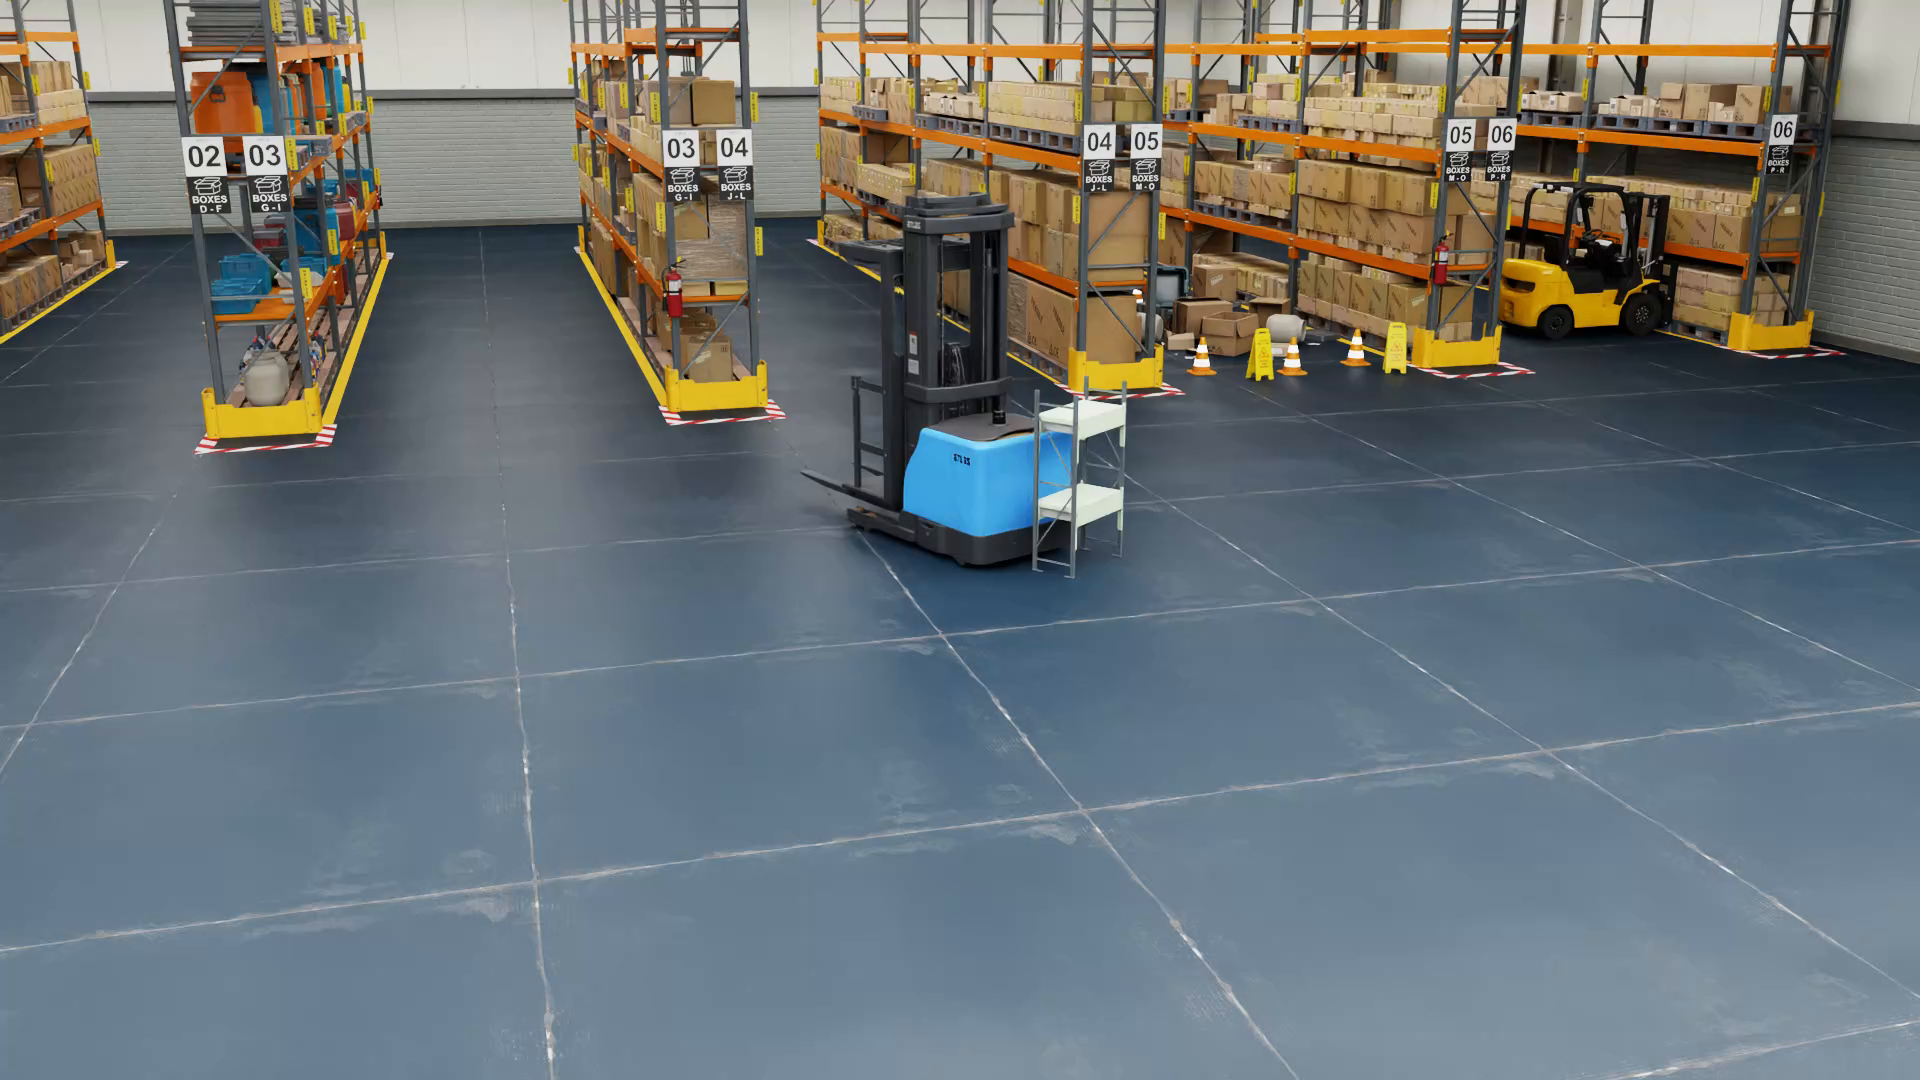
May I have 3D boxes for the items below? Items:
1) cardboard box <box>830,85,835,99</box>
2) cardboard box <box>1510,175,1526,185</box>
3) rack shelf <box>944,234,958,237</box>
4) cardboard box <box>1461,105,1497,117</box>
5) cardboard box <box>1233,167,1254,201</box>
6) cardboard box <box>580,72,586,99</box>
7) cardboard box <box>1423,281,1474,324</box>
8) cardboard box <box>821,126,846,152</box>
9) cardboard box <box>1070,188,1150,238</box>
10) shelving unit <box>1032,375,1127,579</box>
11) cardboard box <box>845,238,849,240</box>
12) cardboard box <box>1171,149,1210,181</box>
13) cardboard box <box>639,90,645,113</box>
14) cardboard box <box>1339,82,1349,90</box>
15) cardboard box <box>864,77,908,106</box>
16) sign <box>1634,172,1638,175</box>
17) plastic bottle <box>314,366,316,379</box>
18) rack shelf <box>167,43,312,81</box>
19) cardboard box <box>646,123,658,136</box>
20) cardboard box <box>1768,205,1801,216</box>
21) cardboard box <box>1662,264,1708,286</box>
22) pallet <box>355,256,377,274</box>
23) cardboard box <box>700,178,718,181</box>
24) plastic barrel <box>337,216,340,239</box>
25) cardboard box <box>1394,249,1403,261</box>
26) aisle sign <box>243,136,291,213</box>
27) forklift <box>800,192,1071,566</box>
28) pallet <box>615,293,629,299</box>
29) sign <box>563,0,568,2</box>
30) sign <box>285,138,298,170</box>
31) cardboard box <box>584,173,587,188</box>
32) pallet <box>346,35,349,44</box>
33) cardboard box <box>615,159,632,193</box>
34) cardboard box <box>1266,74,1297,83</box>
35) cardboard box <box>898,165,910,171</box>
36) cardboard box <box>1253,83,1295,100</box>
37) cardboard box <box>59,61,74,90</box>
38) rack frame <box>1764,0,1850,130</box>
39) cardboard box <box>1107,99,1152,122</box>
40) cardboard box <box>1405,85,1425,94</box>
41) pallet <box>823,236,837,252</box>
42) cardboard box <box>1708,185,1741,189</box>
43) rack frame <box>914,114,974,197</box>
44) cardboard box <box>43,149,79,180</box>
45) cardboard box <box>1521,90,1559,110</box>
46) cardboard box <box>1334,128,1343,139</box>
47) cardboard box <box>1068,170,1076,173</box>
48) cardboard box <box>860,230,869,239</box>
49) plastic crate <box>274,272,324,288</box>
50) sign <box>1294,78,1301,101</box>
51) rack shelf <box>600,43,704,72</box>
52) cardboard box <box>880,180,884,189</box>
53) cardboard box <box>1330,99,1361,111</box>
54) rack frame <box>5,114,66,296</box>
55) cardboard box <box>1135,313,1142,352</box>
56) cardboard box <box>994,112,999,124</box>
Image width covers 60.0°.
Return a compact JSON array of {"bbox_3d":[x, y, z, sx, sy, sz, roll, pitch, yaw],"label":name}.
[{"bbox_3d":[-2.316,-8.969,33.273,0.500,0.250,0.500,-4,17,-15],"label":"cardboard box"},{"bbox_3d":[9.509,-6.139,28.373,0.380,0.149,0.250,-5,17,-17],"label":"cardboard box"},{"bbox_3d":[0.290,-4.681,26.071,1.077,0.370,4.000,-5,17,-15],"label":"rack shelf"},{"bbox_3d":[6.769,-5.598,21.709,0.380,0.149,0.250,-5,17,-16],"label":"cardboard box"},{"bbox_3d":[4.806,-5.818,27.185,0.500,0.500,0.500,-5,18,-17],"label":"cardboard box"},{"bbox_3d":[-7.022,-8.856,32.428,0.700,0.500,0.500,-5,18,-17],"label":"cardboard box"},{"bbox_3d":[6.708,-3.280,22.903,0.500,0.500,0.500,-5,18,-17],"label":"cardboard box"},{"bbox_3d":[-2.590,-8.315,34.492,0.500,0.500,0.500,-5,17,-16],"label":"cardboard box"},{"bbox_3d":[1.874,-4.060,20.617,0.875,0.550,0.550,-5,17,-15],"label":"cardboard box"},{"bbox_3d":[0.977,-0.525,13.592,0.431,1.500,0.755,12,20,35],"label":"shelving unit"},{"bbox_3d":[-2.086,-5.966,33.325,0.380,0.149,0.250,-4,17,-14],"label":"cardboard box"},{"bbox_3d":[4.079,-6.647,29.454,0.500,0.500,0.500,-5,17,-17],"label":"cardboard box"},{"bbox_3d":[-3.991,-5.933,22.866,0.797,0.503,0.637,-6,18,-18],"label":"cardboard box"},{"bbox_3d":[7.805,-9.088,33.295,0.380,0.149,0.250,-4,17,-14],"label":"cardboard box"},{"bbox_3d":[-1.360,-8.257,30.609,0.700,0.500,0.500,-5,17,-15],"label":"cardboard box"},{"bbox_3d":[10.876,-5.782,26.843,0.100,0.325,0.005,-5,17,-15],"label":"sign"},{"bbox_3d":[-7.847,-2.035,20.113,0.097,0.201,0.097,0,17,0],"label":"plastic bottle"},{"bbox_3d":[-8.170,-5.500,19.066,1.077,0.370,4.000,-5,17,-15],"label":"rack shelf"},{"bbox_3d":[-3.585,-4.970,20.136,0.380,0.149,0.250,-6,18,-18],"label":"cardboard box"},{"bbox_3d":[11.598,-4.651,23.421,0.380,0.149,0.250,-5,17,-17],"label":"cardboard box"},{"bbox_3d":[10.722,-3.924,24.612,0.500,0.250,0.500,-4,17,-15],"label":"cardboard box"},{"bbox_3d":[-11.496,-5.132,31.170,1.003,0.211,1.213,-5,17,-15],"label":"pallet"},{"bbox_3d":[-3.294,-4.398,21.450,0.500,0.500,0.500,-5,17,-15],"label":"cardboard box"},{"bbox_3d":[-9.331,-4.609,24.386,0.421,0.512,0.421,0,17,0],"label":"plastic barrel"},{"bbox_3d":[6.136,-3.885,22.608,0.380,0.149,0.250,-5,17,-16],"label":"cardboard box"},{"bbox_3d":[-7.319,-3.858,17.563,0.394,0.787,0.004,-5,17,-15],"label":"aisle sign"},{"bbox_3d":[-0.350,-1.557,14.541,1.130,2.935,3.031,-12,21,-35],"label":"forklift"},{"bbox_3d":[-5.201,-4.103,27.744,1.003,0.211,1.213,-5,17,-15],"label":"pallet"},{"bbox_3d":[-7.790,-10.781,32.803,0.100,0.325,0.005,-5,17,-15],"label":"sign"},{"bbox_3d":[-7.090,-4.093,17.634,0.100,0.325,0.005,-5,17,-15],"label":"sign"},{"bbox_3d":[-6.950,-6.917,32.010,0.500,0.250,0.500,-5,17,-16],"label":"cardboard box"},{"bbox_3d":[-10.661,-8.294,27.444,1.003,0.211,1.213,-5,17,-15],"label":"pallet"},{"bbox_3d":[-5.242,-5.946,27.116,0.797,0.503,0.637,-4,17,-13],"label":"cardboard box"},{"bbox_3d":[7.047,-10.066,36.409,0.500,0.250,0.500,-5,17,-16],"label":"cardboard box"},{"bbox_3d":[-0.917,-6.809,30.579,0.380,0.149,0.250,-5,18,-17],"label":"cardboard box"},{"bbox_3d":[4.988,-7.127,26.414,0.500,0.250,0.500,-4,17,-14],"label":"cardboard box"},{"bbox_3d":[-16.624,-8.468,30.301,0.700,0.500,0.500,-5,17,-15],"label":"cardboard box"},{"bbox_3d":[11.442,-7.052,22.285,1.000,3.000,0.127,-5,17,-15],"label":"rack frame"},{"bbox_3d":[2.053,-5.276,20.427,0.500,0.250,0.500,-5,17,-15],"label":"cardboard box"},{"bbox_3d":[8.580,-8.450,31.207,0.380,0.149,0.250,-5,17,-16],"label":"cardboard box"},{"bbox_3d":[-2.248,-6.207,34.750,1.003,0.211,1.213,-5,17,-15],"label":"pallet"},{"bbox_3d":[11.302,-5.157,24.588,0.380,0.149,0.250,-5,17,-17],"label":"cardboard box"},{"bbox_3d":[-0.260,-5.579,27.809,1.000,3.000,0.127,-5,17,-15],"label":"rack frame"},{"bbox_3d":[-15.966,-6.646,29.450,0.500,0.500,0.500,-4,17,-14],"label":"cardboard box"},{"bbox_3d":[9.699,-7.321,27.647,0.500,0.311,0.500,-5,18,-17],"label":"cardboard box"},{"bbox_3d":[5.644,-5.893,24.079,0.380,0.149,0.250,-4,17,-14],"label":"cardboard box"},{"bbox_3d":[2.571,-7.686,34.652,0.500,0.500,0.500,-4,17,-13],"label":"cardboard box"},{"bbox_3d":[-1.707,-5.883,32.016,0.380,0.149,0.250,-4,17,-14],"label":"cardboard box"},{"bbox_3d":[-8.030,-3.161,20.219,0.530,0.136,0.437,-5,17,-15],"label":"plastic crate"},{"bbox_3d":[5.039,-6.719,24.810,0.100,0.325,0.005,-5,17,-15],"label":"sign"},{"bbox_3d":[-4.507,-6.998,24.053,1.077,0.370,4.000,-5,17,-15],"label":"rack shelf"},{"bbox_3d":[-1.190,-6.259,29.265,0.380,0.149,0.250,-4,17,-14],"label":"cardboard box"},{"bbox_3d":[5.554,-6.258,23.910,0.380,0.149,0.250,-5,17,-16],"label":"cardboard box"},{"bbox_3d":[-15.682,-5.539,27.676,1.000,3.000,0.127,-5,17,-15],"label":"rack frame"},{"bbox_3d":[2.253,-2.928,23.326,0.500,0.500,0.500,-2,17,-6],"label":"cardboard box"},{"bbox_3d":[0.686,-5.838,22.993,0.380,0.149,0.250,-5,17,-15],"label":"cardboard box"}]
